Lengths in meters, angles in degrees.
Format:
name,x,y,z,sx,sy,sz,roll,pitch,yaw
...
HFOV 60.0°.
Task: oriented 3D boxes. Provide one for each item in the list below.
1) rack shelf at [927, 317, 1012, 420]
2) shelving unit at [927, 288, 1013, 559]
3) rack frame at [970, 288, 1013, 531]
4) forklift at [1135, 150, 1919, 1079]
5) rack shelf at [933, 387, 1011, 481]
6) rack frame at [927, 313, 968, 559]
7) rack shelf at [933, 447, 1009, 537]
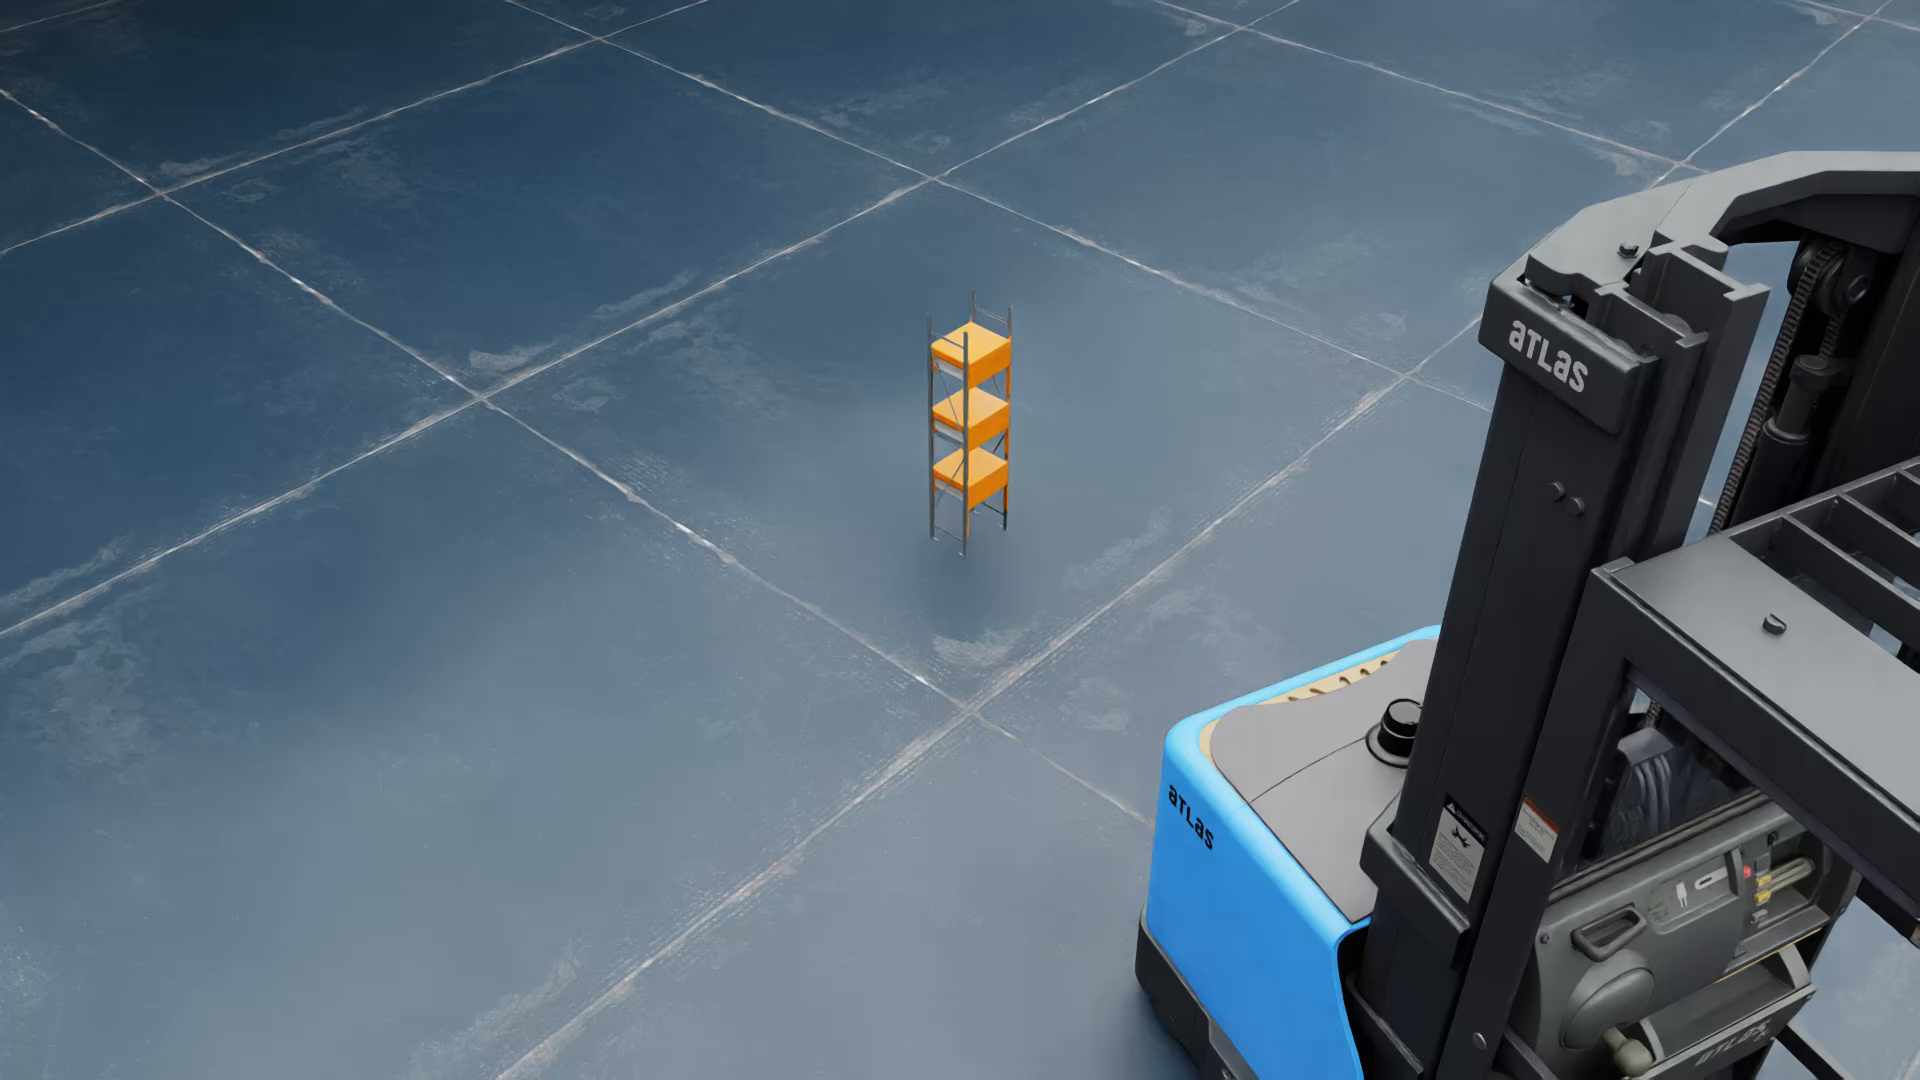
name,x,y,z,sx,sy,sz,roll,pitch,yaw
rack shelf,0.036,-0.649,6.284,0.215,0.259,0.240,30,47,32
shelving unit,0.036,-0.435,6.454,0.215,1.050,0.252,30,47,32
rack frame,0.118,-0.492,6.525,0.200,1.050,0.008,30,47,32
forklift,1.642,0.868,3.304,1.130,2.935,3.031,-18,42,-21
rack shelf,0.036,-0.427,6.461,0.215,0.259,0.240,30,47,32
rack frame,-0.046,-0.379,6.384,0.200,1.050,0.008,30,47,32
rack shelf,0.036,-0.210,6.634,0.215,0.259,0.240,30,47,32
